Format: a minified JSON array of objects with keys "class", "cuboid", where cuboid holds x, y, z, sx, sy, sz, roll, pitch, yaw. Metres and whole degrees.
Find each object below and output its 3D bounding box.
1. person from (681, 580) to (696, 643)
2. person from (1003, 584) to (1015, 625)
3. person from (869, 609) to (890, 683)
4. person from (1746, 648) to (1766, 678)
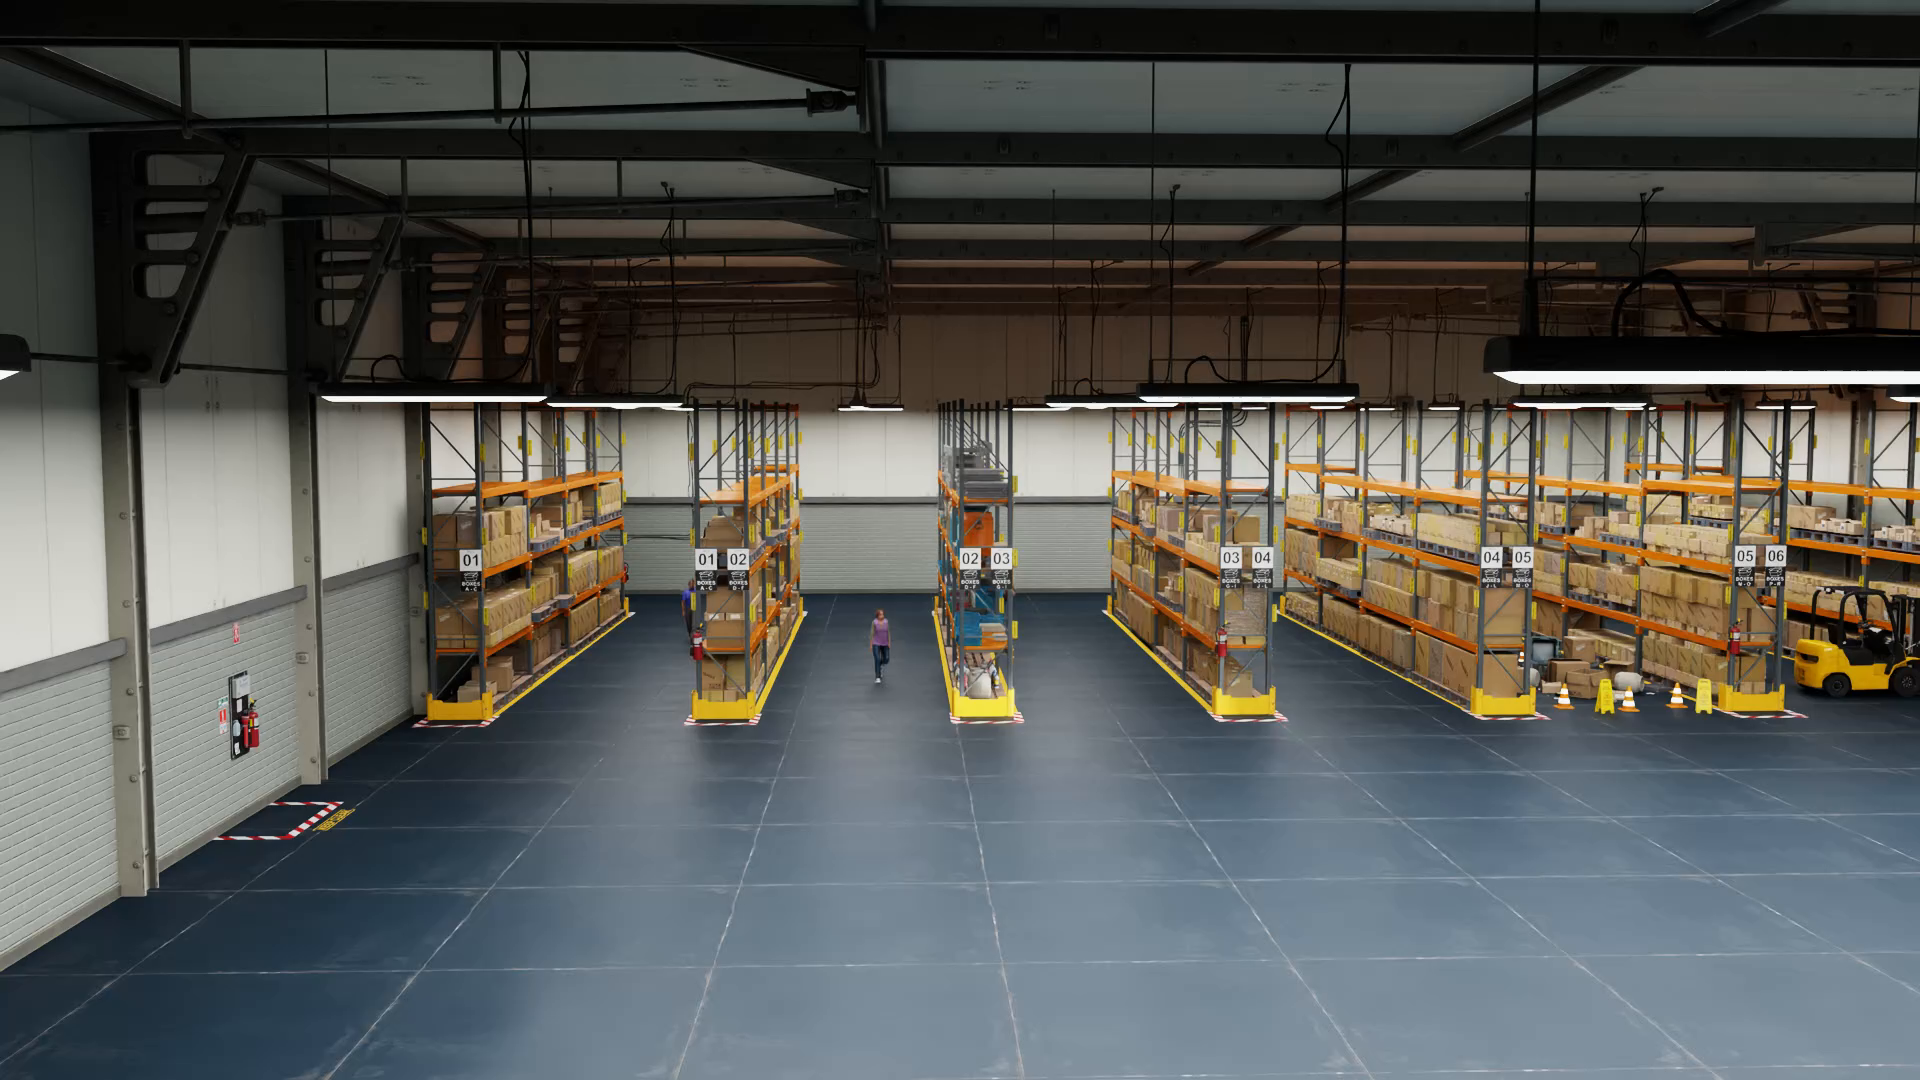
[{"class":"person","cuboid":[-6.685,1.778,41.269,0.441,1.590,1.051,0,4,-4]},{"class":"person","cuboid":[1.152,1.420,45.055,0.597,1.726,1.160,-1,5,-17]},{"class":"person","cuboid":[-1.717,2.235,35.564,0.454,1.557,0.840,-2,5,-19]},{"class":"person","cuboid":[17.361,2.233,36.218,0.465,1.495,0.734,0,4,0]}]
